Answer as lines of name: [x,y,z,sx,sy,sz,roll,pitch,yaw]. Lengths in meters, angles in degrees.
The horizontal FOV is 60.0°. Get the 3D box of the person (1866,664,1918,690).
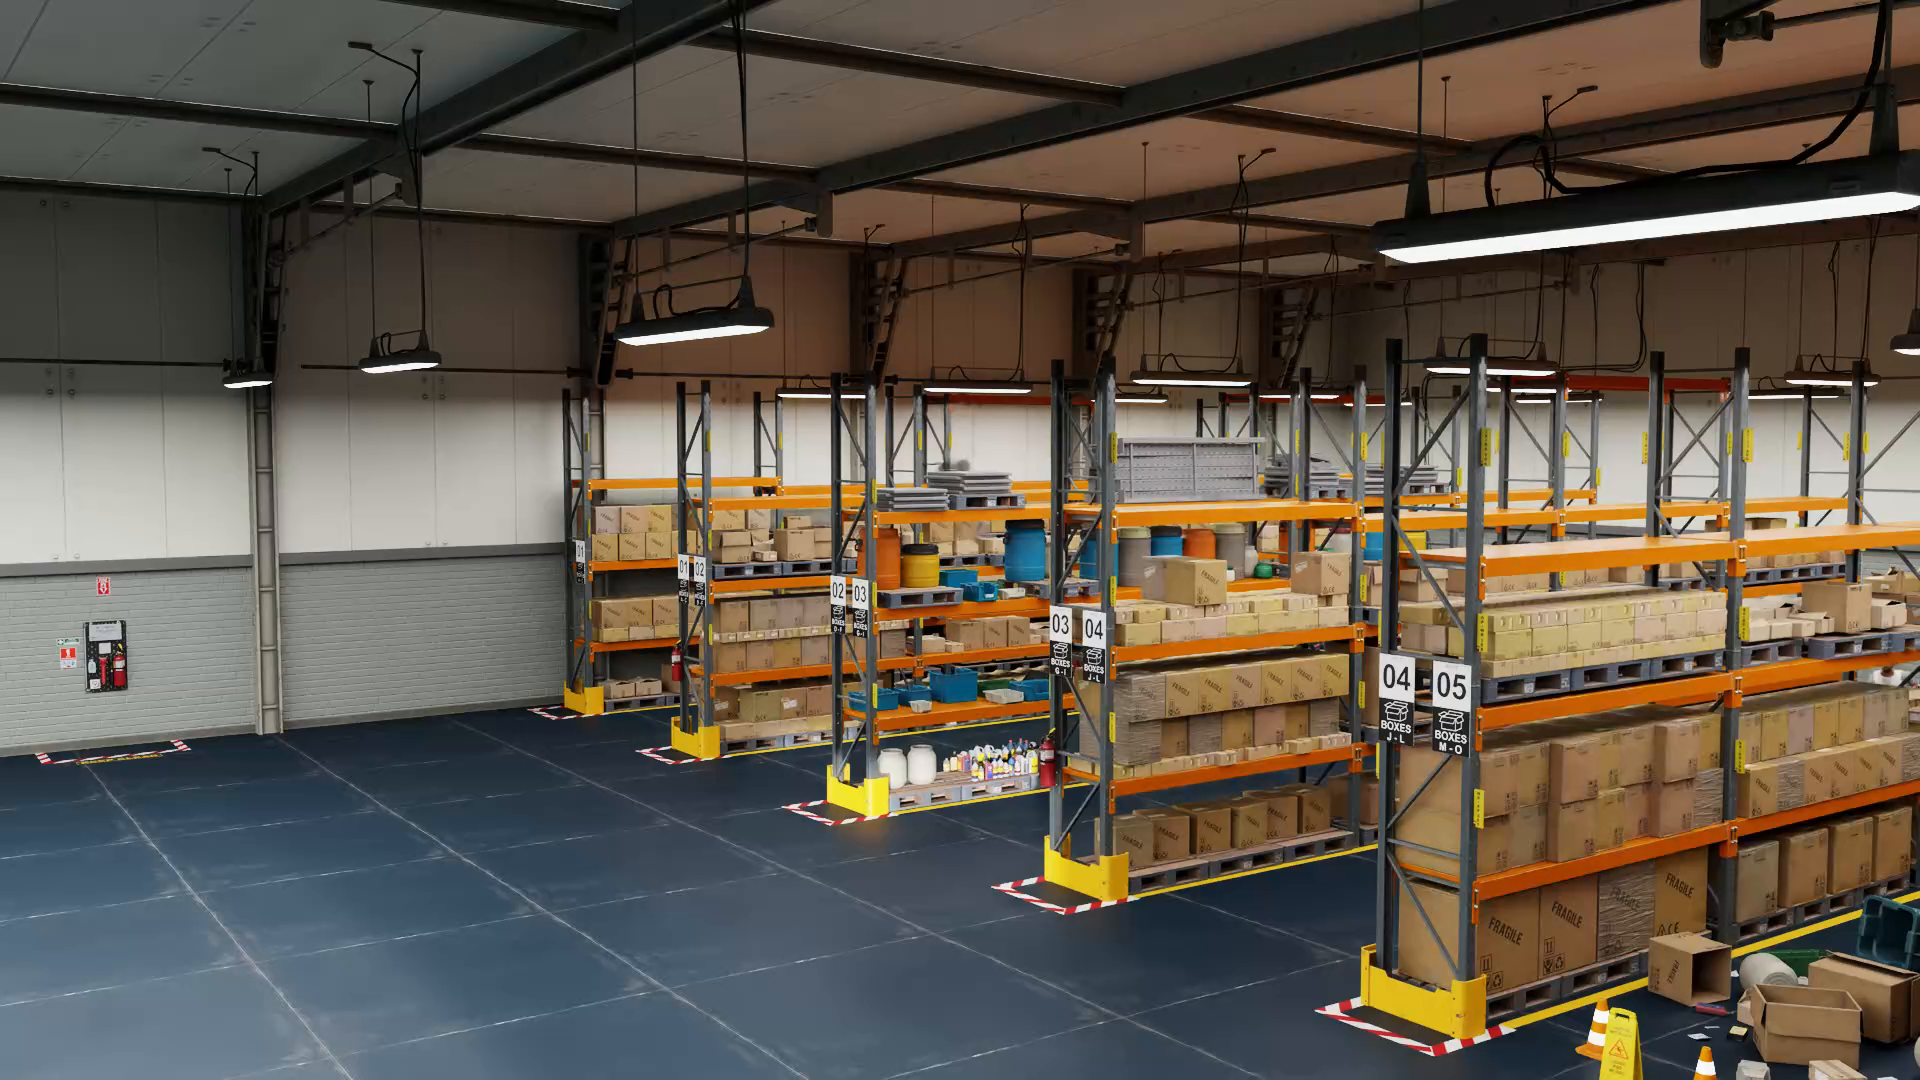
person: [14.286,2.642,25.589,0.857,1.818,0.701,-4,5,-45]
